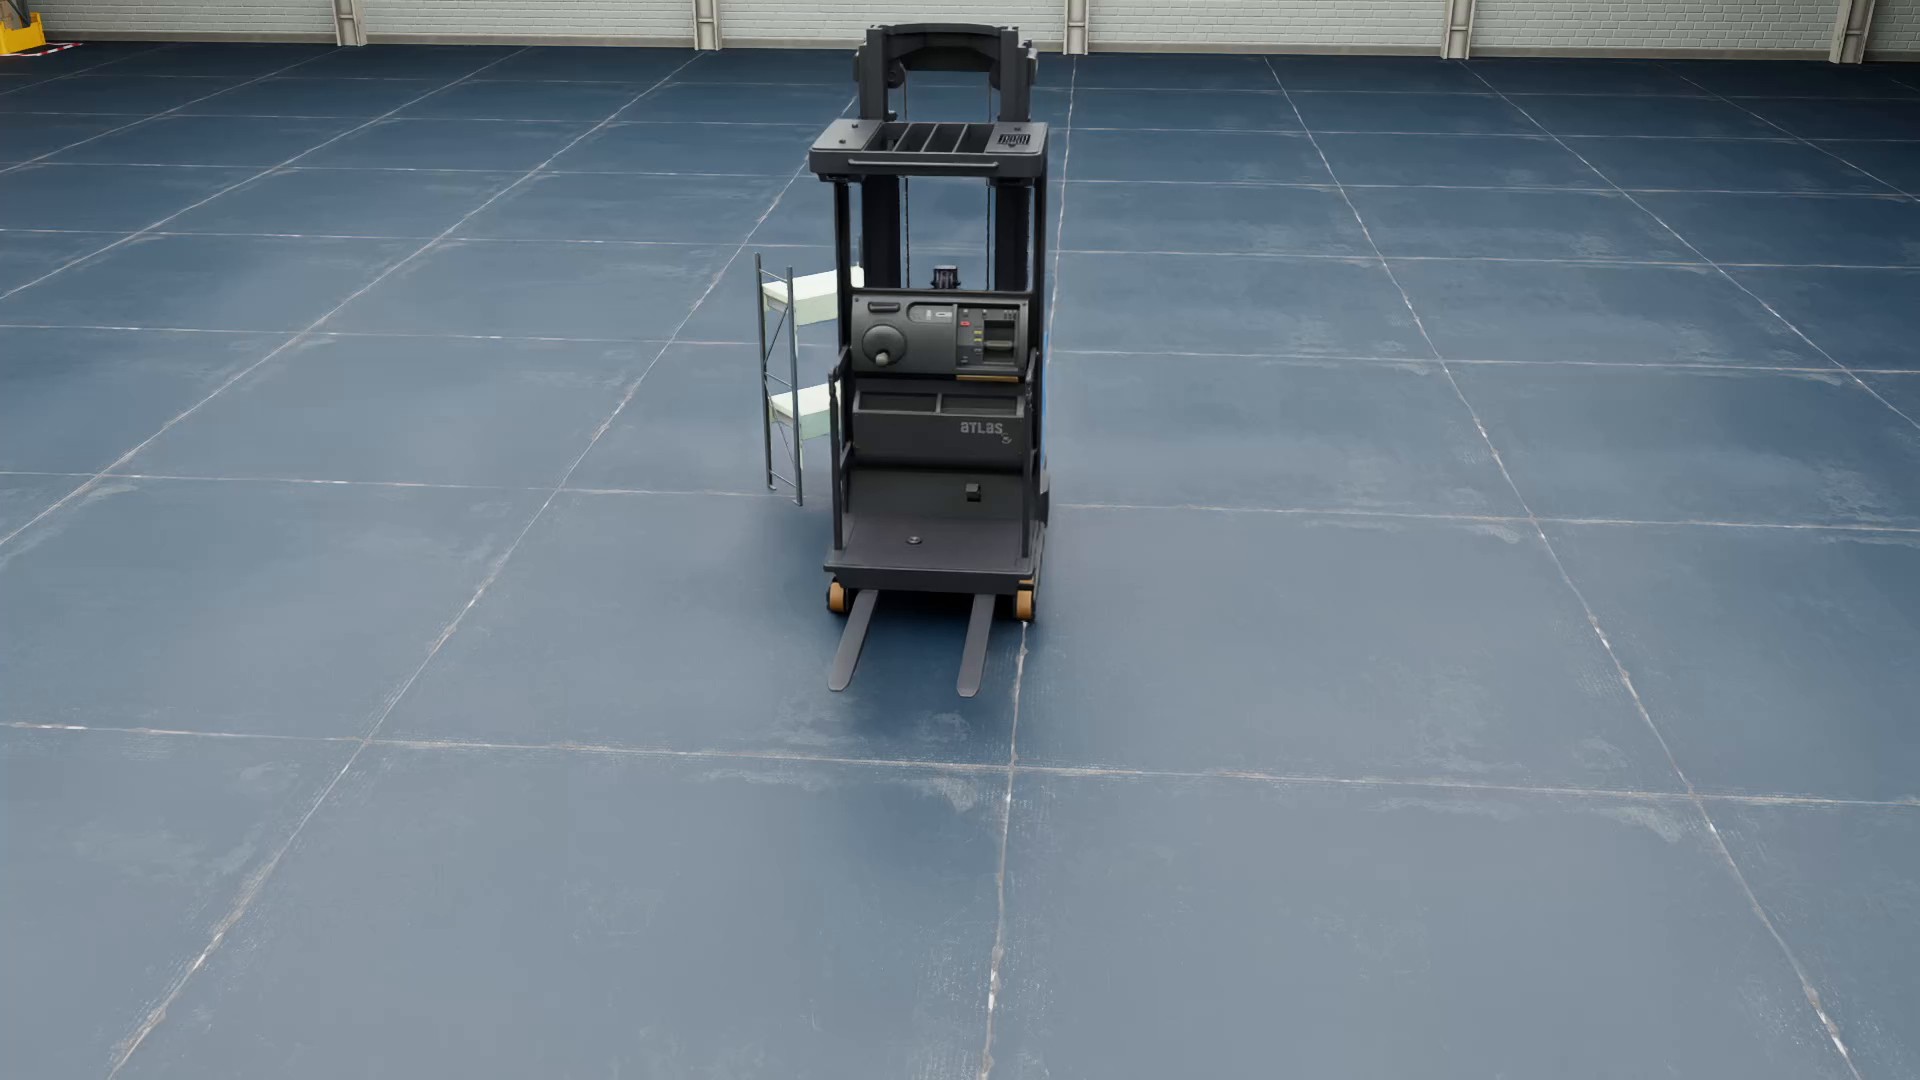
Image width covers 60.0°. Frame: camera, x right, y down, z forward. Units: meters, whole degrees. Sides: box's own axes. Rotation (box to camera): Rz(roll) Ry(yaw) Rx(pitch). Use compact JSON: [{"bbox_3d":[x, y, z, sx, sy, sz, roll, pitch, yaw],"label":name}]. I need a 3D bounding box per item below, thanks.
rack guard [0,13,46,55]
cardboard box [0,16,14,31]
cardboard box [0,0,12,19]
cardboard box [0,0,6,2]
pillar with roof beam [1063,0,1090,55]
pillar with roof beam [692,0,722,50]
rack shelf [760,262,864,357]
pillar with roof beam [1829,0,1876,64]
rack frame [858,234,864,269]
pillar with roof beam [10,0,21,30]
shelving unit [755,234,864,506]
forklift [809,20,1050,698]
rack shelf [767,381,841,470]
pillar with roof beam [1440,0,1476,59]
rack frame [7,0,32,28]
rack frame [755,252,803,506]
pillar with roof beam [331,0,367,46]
[{"bbox_3d":[-15.433,-8.262,27.107,0.348,0.500,1.175,2,25,4],"label":"rack guard"},{"bbox_3d":[-15.932,-8.437,27.285,0.500,0.250,0.500,2,25,4],"label":"cardboard box"},{"bbox_3d":[-15.910,-8.669,27.190,0.500,0.250,0.500,2,25,5],"label":"cardboard box"},{"bbox_3d":[-15.922,-8.888,27.069,0.500,0.250,0.500,1,25,3],"label":"cardboard box"},{"bbox_3d":[1.536,-10.151,21.046,0.400,9.000,9.100,2,25,4],"label":"pillar with roof beam"},{"bbox_3d":[-4.447,-10.343,21.463,0.400,9.000,9.100,2,25,4],"label":"pillar with roof beam"},{"bbox_3d":[-0.797,-1.404,10.072,0.720,0.370,0.431,-17,30,-32],"label":"rack shelf"},{"bbox_3d":[13.500,-9.767,20.212,0.400,9.000,9.100,2,25,4],"label":"pillar with roof beam"},{"bbox_3d":[-0.501,-1.139,10.432,0.023,1.500,0.400,-17,30,-32],"label":"rack frame"},{"bbox_3d":[-16.412,-10.727,22.298,0.400,9.000,9.100,2,25,4],"label":"pillar with roof beam"},{"bbox_3d":[-0.797,-1.049,10.235,0.755,1.500,0.431,-17,30,-32],"label":"shelving unit"},{"bbox_3d":[-0.125,-1.050,8.526,1.130,2.935,3.031,2,25,5],"label":"forklift"},{"bbox_3d":[-0.797,-0.753,10.372,0.720,0.370,0.431,-17,30,-32],"label":"rack shelf"},{"bbox_3d":[7.518,-9.959,20.629,0.400,9.000,9.100,2,25,4],"label":"pillar with roof beam"},{"bbox_3d":[-15.457,-9.398,26.586,0.127,3.000,1.000,2,25,4],"label":"rack frame"},{"bbox_3d":[-1.092,-0.959,10.039,0.023,1.500,0.400,-17,30,-32],"label":"rack frame"},{"bbox_3d":[-10.429,-10.535,21.881,0.400,9.000,9.100,2,25,4],"label":"pillar with roof beam"}]
